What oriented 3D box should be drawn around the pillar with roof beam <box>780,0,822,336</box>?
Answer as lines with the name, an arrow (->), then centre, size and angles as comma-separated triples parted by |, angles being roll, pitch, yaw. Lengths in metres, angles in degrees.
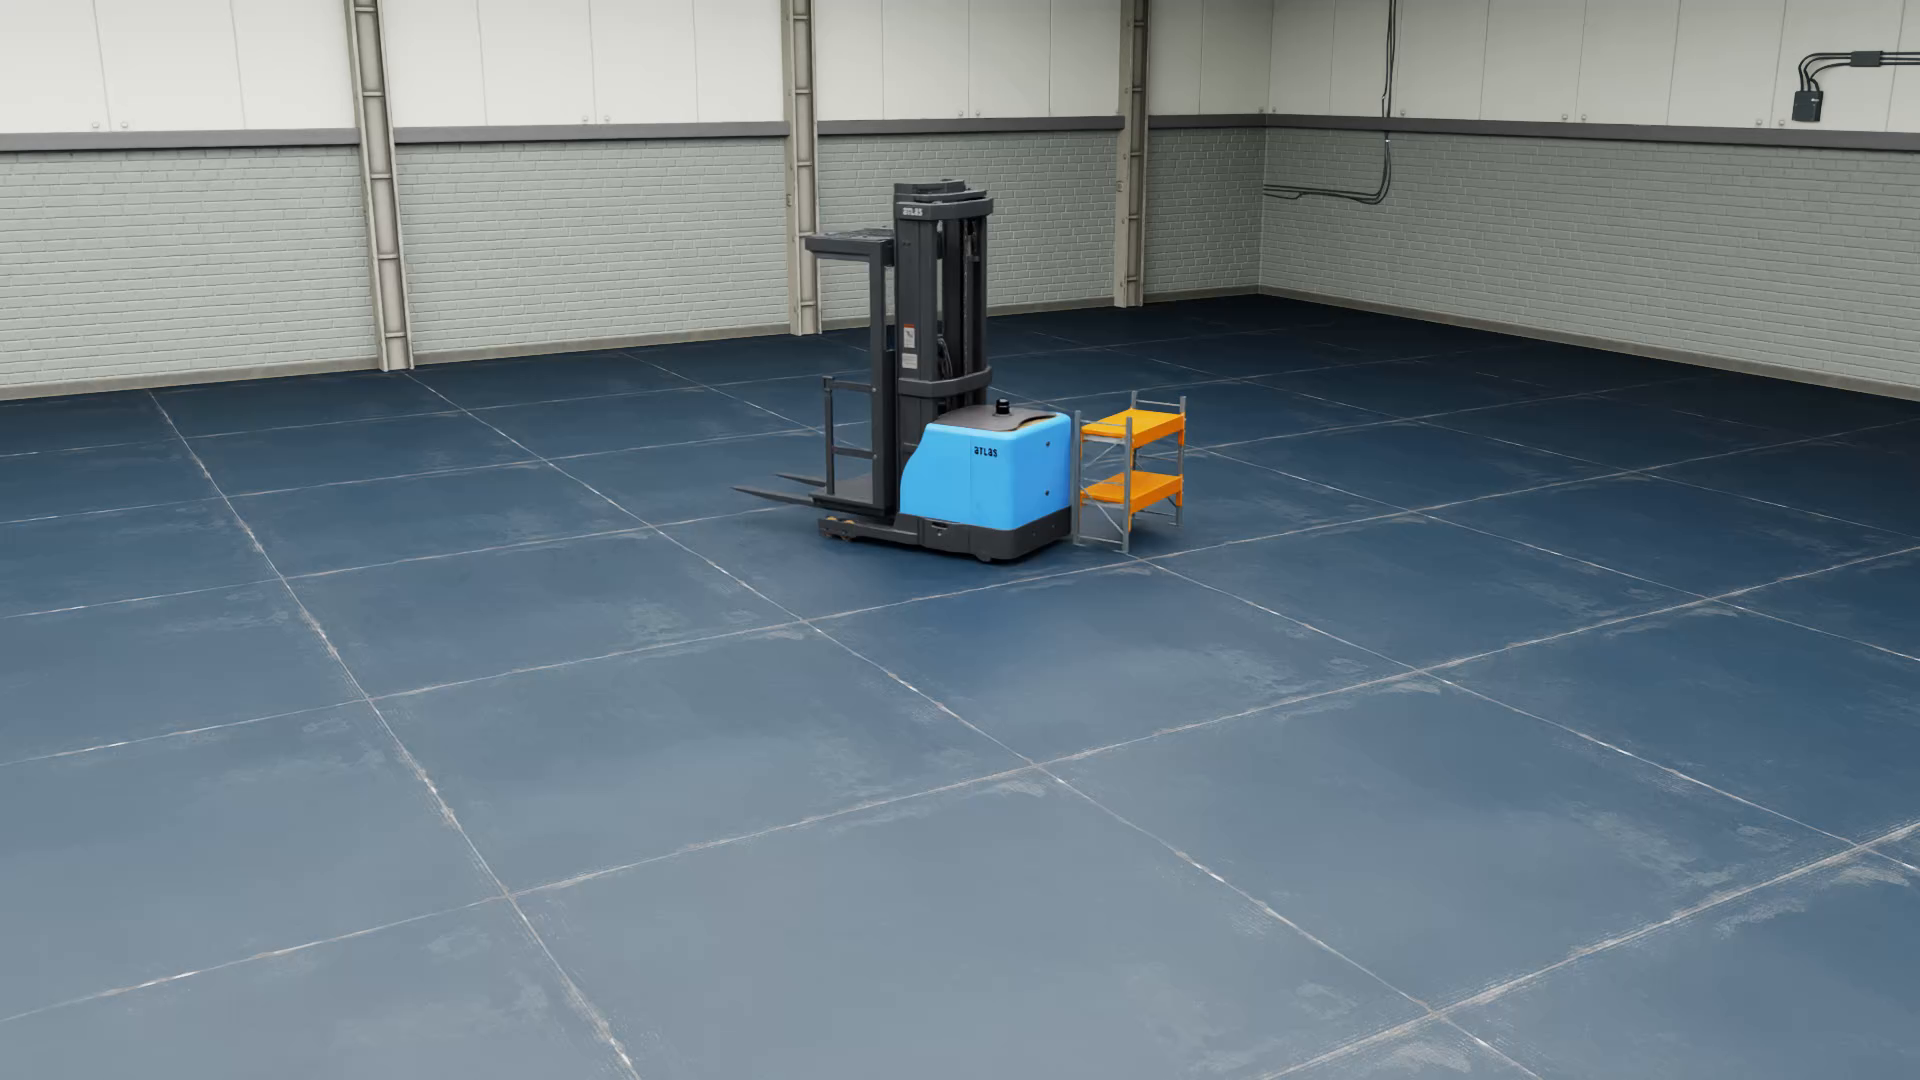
pillar with roof beam -> -0.101, -6.444, 20.227 | 0.400, 9.000, 9.100 | -9, 18, -30

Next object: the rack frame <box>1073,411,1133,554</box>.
rack frame -> 1.154, -0.470, 13.501 | 0.500, 1.125, 0.032 | 10, 18, 31

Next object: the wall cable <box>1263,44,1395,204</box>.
wall cable -> 6.031, -6.883, 27.545 | 0.112, 2.526, 3.097 | -9, 18, -30

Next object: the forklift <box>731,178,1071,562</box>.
forklift -> -0.590, -1.519, 13.897 | 3.031, 2.935, 1.130 | 10, 19, 32

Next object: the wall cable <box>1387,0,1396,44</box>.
wall cable -> 7.425, -8.689, 24.630 | 0.112, 2.526, 3.097 | -9, 18, -30

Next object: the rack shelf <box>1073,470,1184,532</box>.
rack shelf -> 1.424, -0.350, 13.982 | 0.538, 0.278, 1.000 | 10, 18, 31

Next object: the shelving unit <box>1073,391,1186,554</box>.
shelving unit -> 1.424, -0.586, 13.916 | 0.538, 1.125, 1.048 | 10, 18, 31

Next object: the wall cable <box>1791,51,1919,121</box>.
wall cable -> 10.907, -7.817, 18.823 | 0.169, 6.003, 2.305 | -9, 18, -30

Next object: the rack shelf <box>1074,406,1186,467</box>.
rack shelf -> 1.424, -0.868, 13.837 | 0.538, 0.278, 1.000 | 10, 18, 31

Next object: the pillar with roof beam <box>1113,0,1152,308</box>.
pillar with roof beam -> 5.042, -7.278, 23.203 | 0.400, 9.000, 9.100 | -9, 18, -30

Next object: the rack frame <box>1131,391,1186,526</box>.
rack frame -> 1.694, -0.702, 14.331 | 0.500, 1.125, 0.032 | 10, 18, 31

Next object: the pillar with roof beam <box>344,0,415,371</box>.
pillar with roof beam -> -5.244, -5.610, 17.252 | 0.400, 9.000, 9.100 | -9, 18, -30
